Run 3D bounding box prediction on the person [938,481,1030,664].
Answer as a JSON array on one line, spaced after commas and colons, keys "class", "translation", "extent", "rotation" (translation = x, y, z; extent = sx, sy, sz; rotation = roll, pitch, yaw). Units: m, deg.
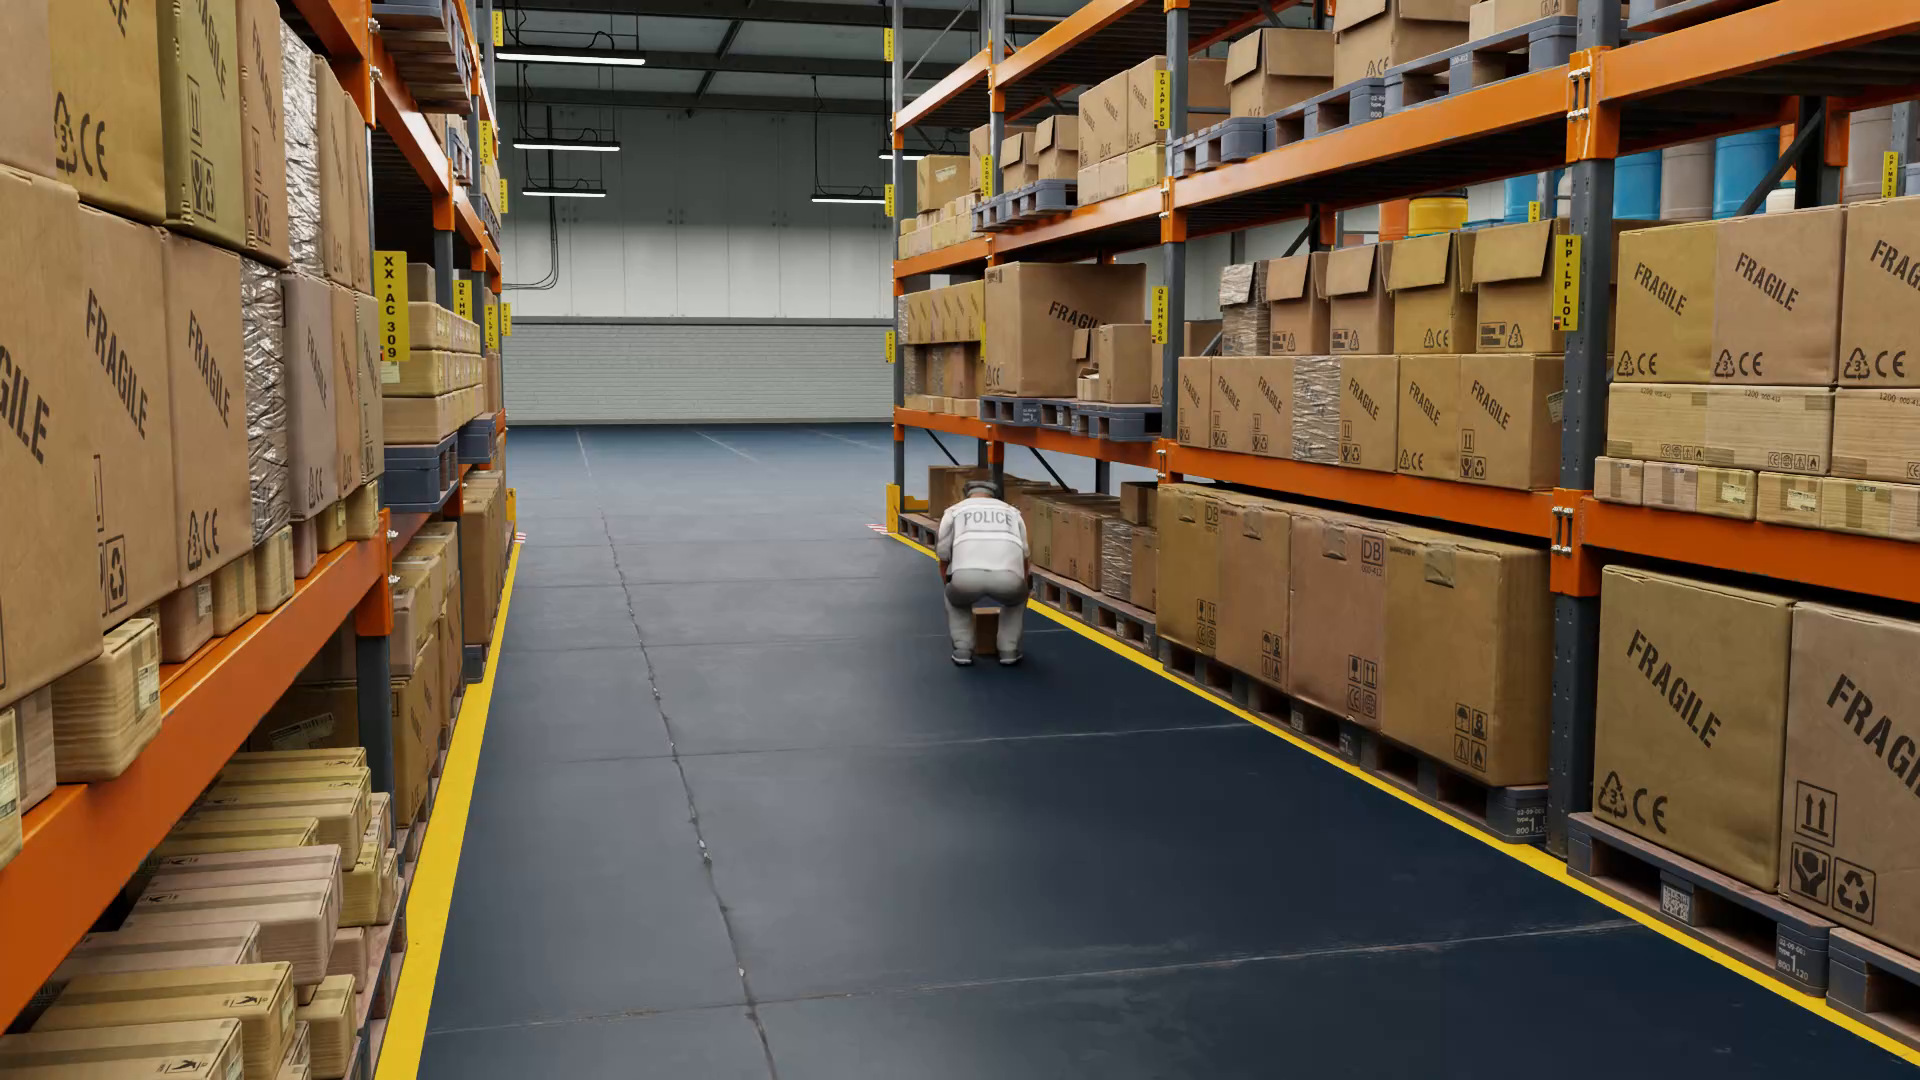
[{"class": "person", "translation": [0.135, 0.192, 9.941], "extent": [0.563, 1.053, 0.938], "rotation": [0, 6, 4]}]
